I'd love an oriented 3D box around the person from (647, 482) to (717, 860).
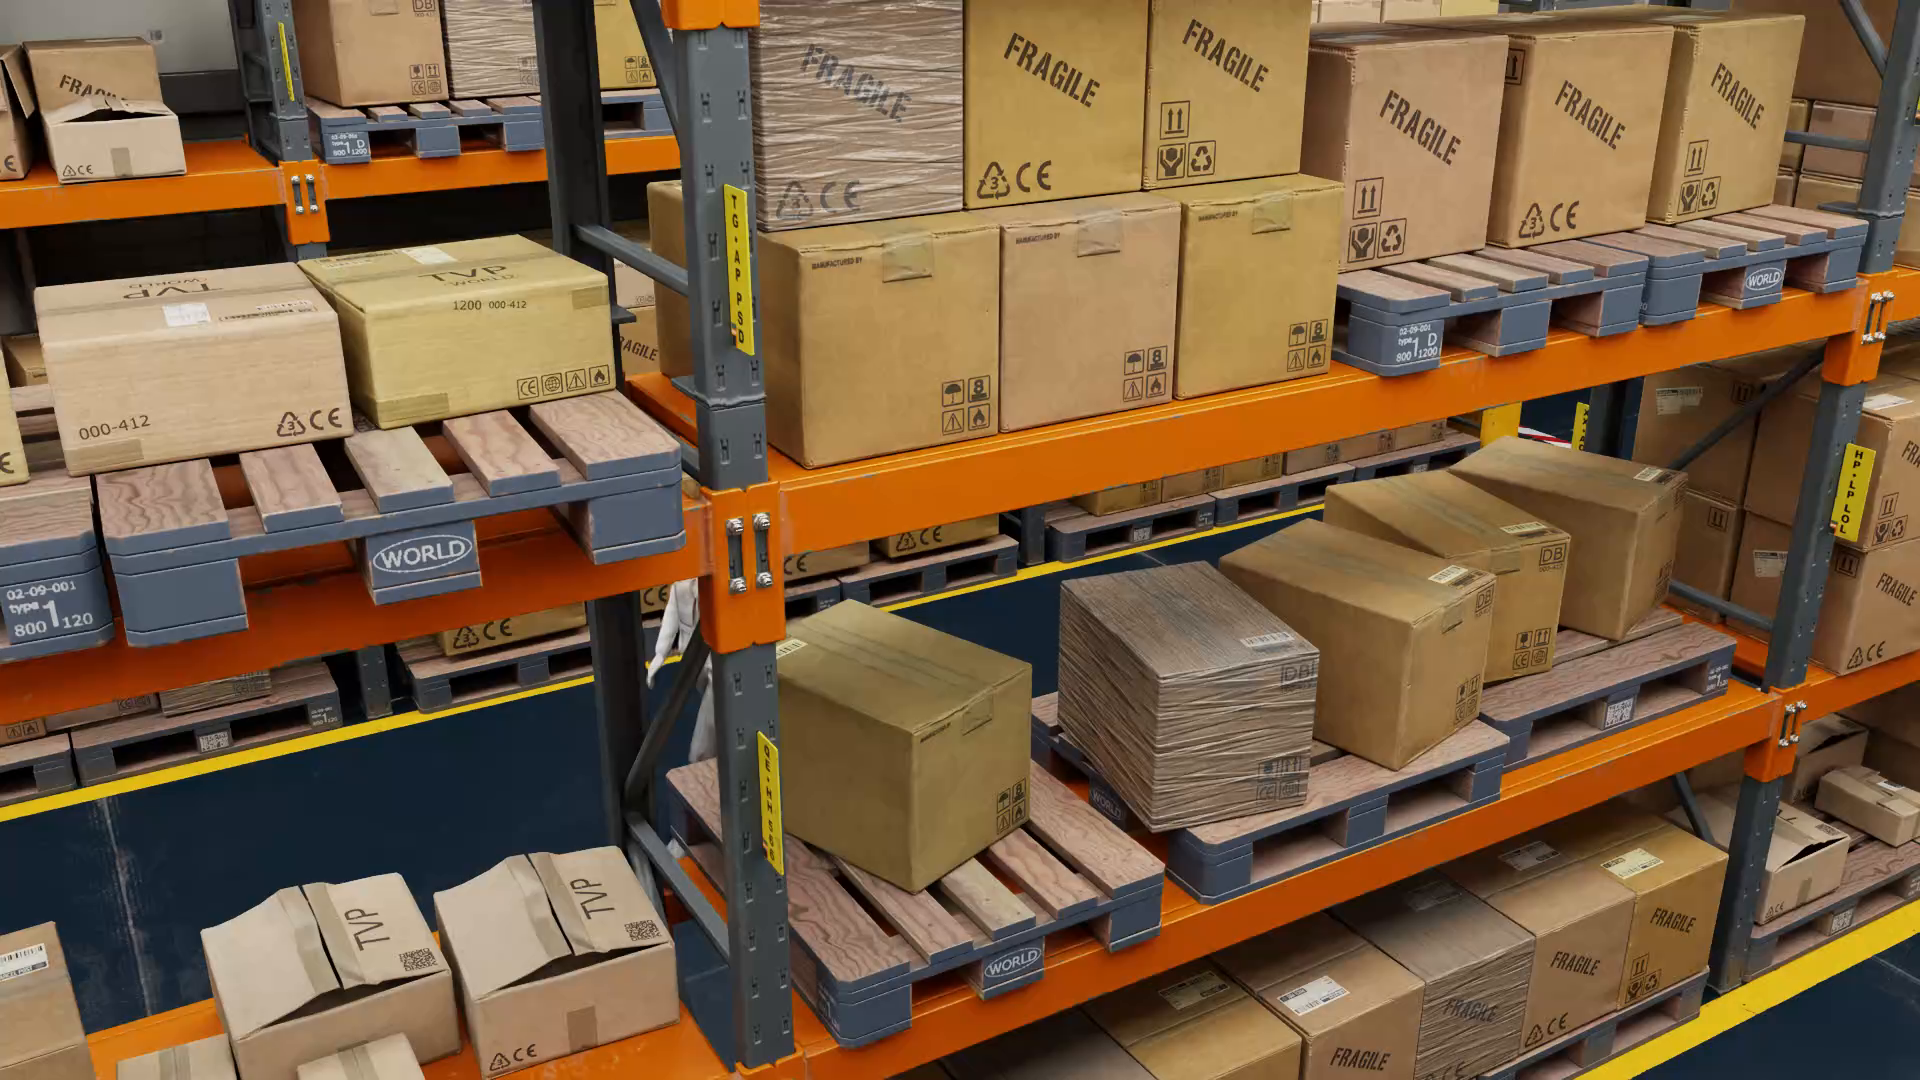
[{"bbox_3d":[-1.082,0.516,7.252,0.511,1.636,0.996,17,27,36],"label":"person"}]
